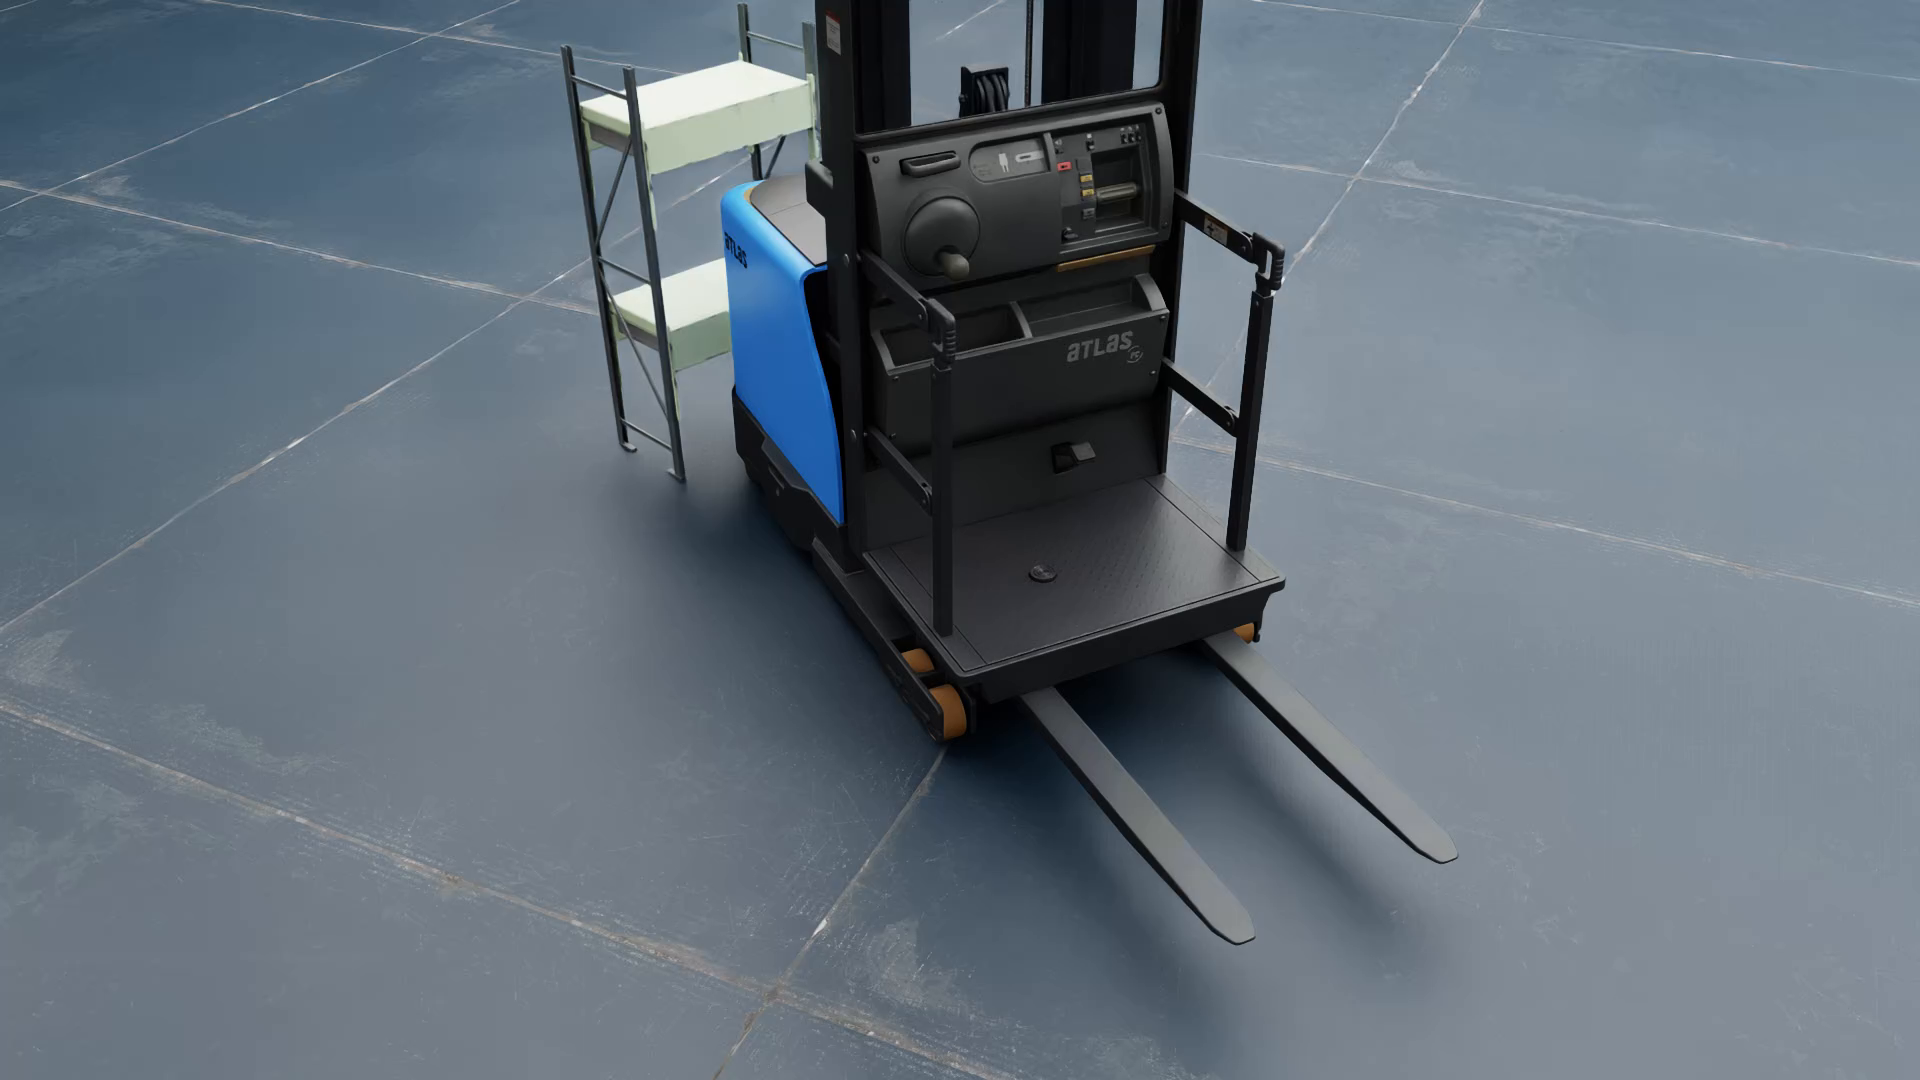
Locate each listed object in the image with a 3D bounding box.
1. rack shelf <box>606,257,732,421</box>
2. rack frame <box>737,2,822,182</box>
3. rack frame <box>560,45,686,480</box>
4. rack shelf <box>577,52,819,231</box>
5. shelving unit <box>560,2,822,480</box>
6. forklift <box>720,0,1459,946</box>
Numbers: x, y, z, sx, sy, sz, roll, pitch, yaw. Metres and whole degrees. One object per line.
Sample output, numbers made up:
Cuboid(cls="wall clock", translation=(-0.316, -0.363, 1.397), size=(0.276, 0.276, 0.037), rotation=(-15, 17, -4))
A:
Cuboid(cls="rack shelf", translation=(-0.892, -0.794, 6.174), size=(0.720, 0.370, 0.431), rotation=(-28, 40, -35))
Cuboid(cls="rack frame", translation=(-0.634, -1.209, 6.213), size=(0.023, 1.500, 0.400), rotation=(-28, 40, -35))
Cuboid(cls="rack frame", translation=(-1.163, -0.932, 5.790), size=(0.023, 1.500, 0.400), rotation=(-28, 40, -35))
Cuboid(cls="rack shelf", translation=(-0.907, -1.401, 5.795), size=(0.720, 0.370, 0.431), rotation=(-28, 40, -35))
Cuboid(cls="shelving unit", translation=(-0.899, -1.070, 6.001), size=(0.755, 1.500, 0.431), rotation=(-28, 40, -35))
Cuboid(cls="forklift", translation=(0.278, -0.916, 4.474), size=(1.130, 2.935, 3.031), rotation=(-15, 36, -22))
